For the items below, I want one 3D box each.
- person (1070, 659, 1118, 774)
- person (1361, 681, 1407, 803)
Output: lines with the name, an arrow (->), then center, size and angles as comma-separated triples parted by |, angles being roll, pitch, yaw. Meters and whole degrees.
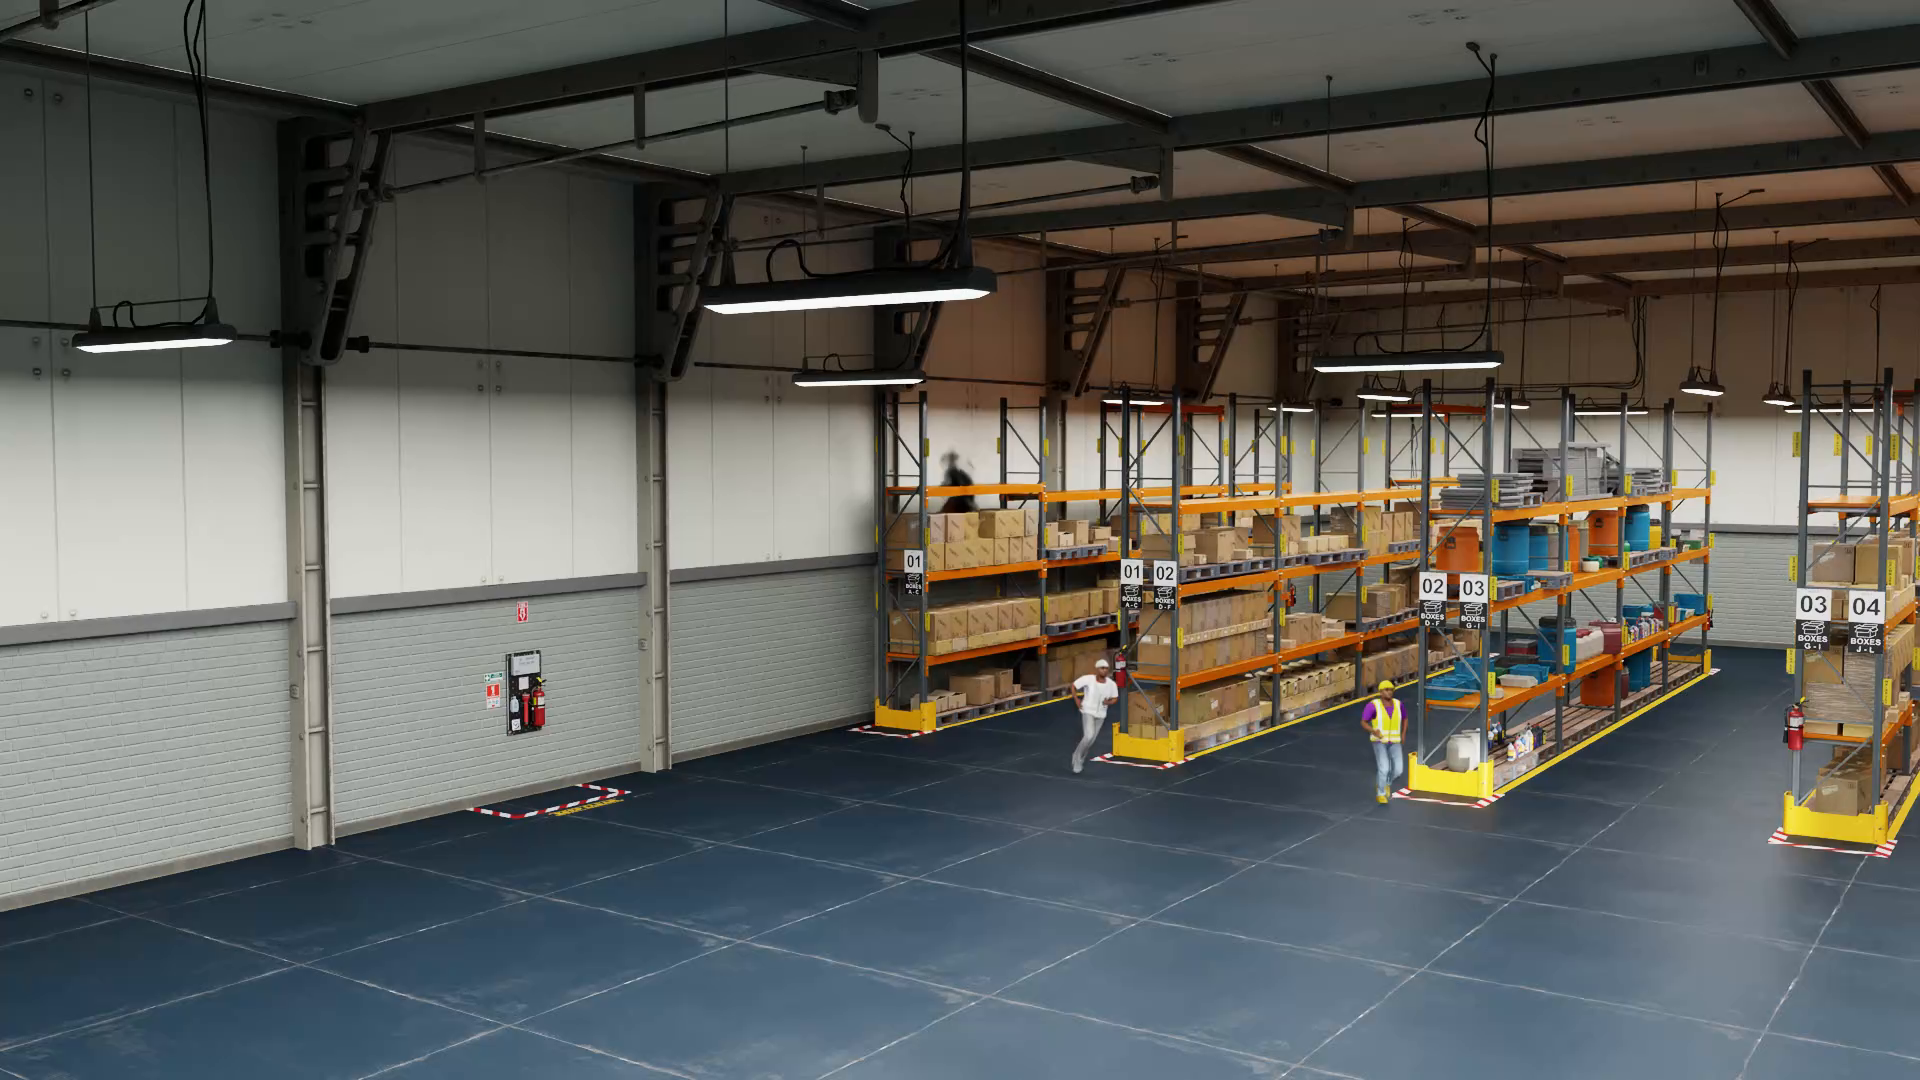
person -> 2.067, 2.723, 25.757 | 0.743, 1.773, 0.661 | -1, 3, -20
person -> 6.003, 2.833, 23.382 | 0.707, 1.722, 0.580 | 0, 3, -8
